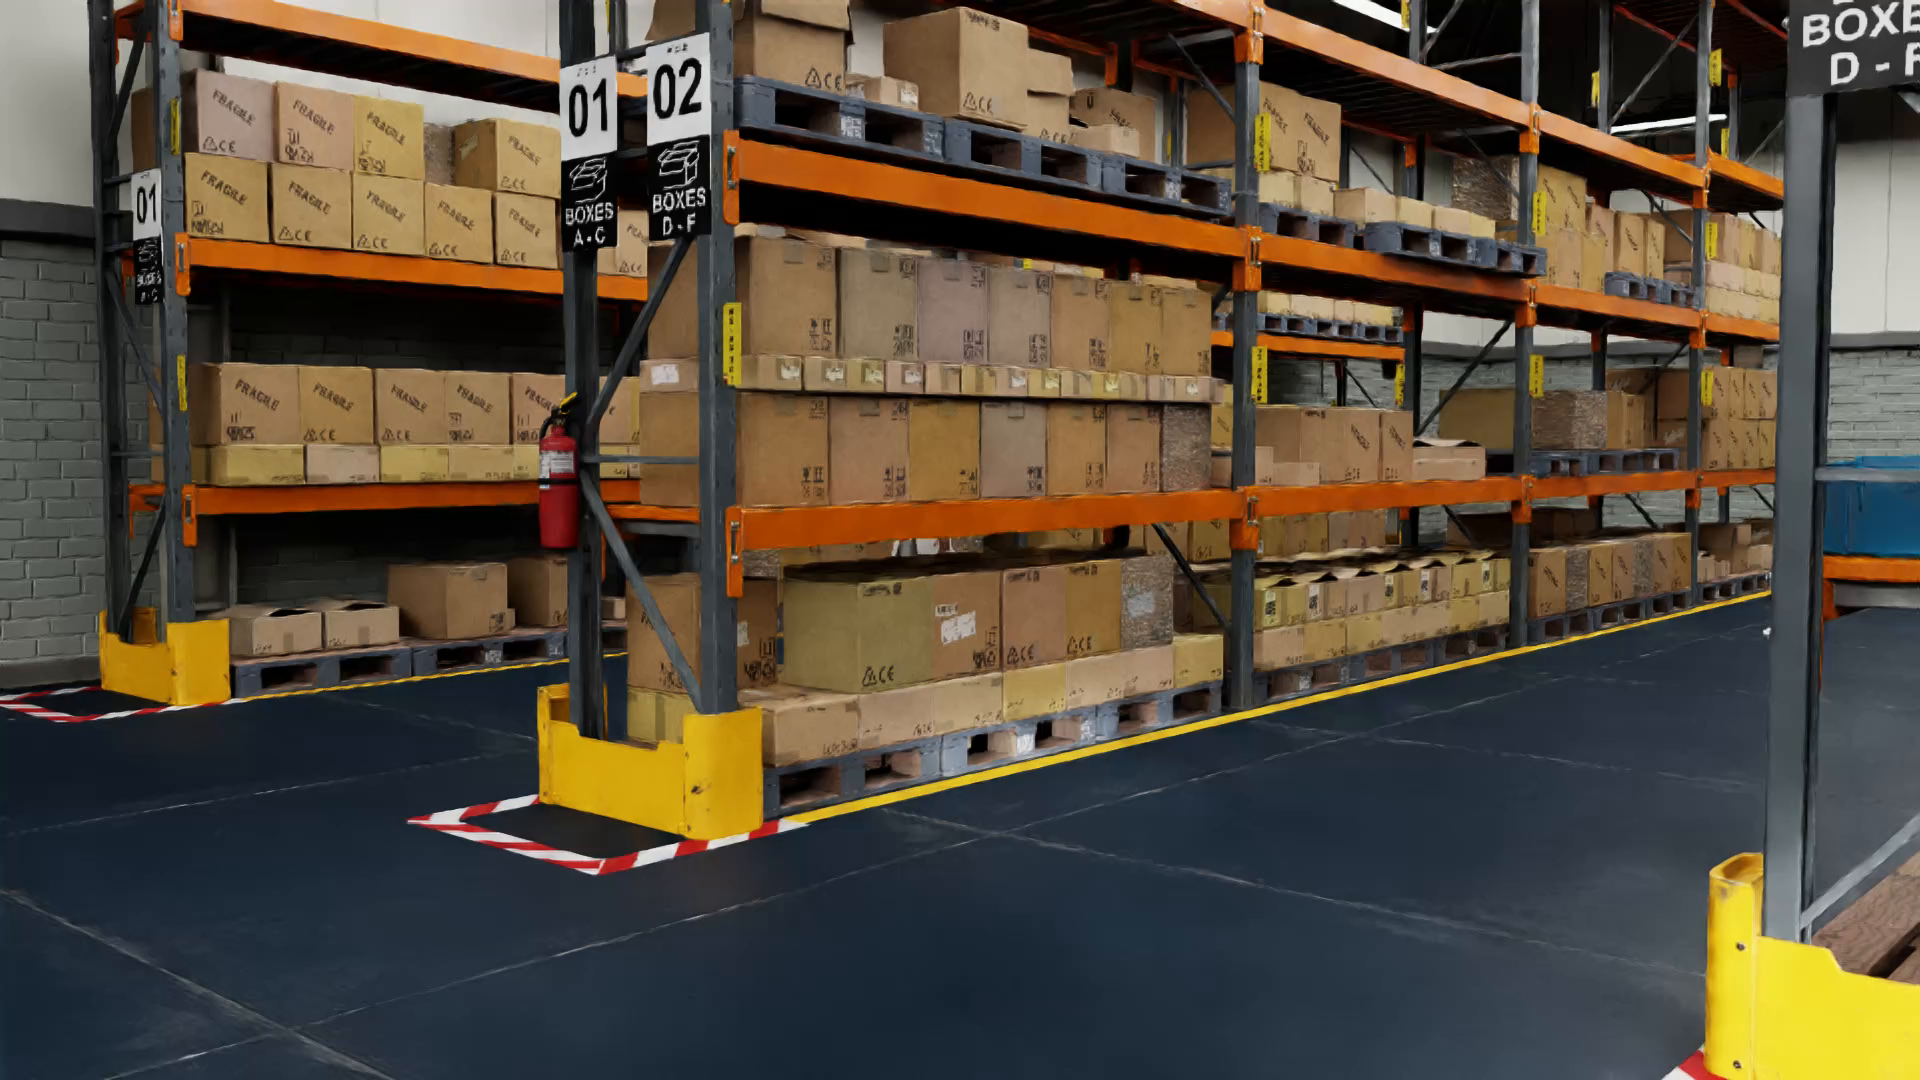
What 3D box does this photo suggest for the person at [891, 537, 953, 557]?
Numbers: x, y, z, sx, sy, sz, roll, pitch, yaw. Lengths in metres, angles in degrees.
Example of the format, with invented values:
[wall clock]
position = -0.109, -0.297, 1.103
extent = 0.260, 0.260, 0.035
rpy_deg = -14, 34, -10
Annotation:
[person]
position = -0.279, -0.056, 12.499
extent = 0.694, 1.782, 0.606
rpy_deg = -3, 5, -40
